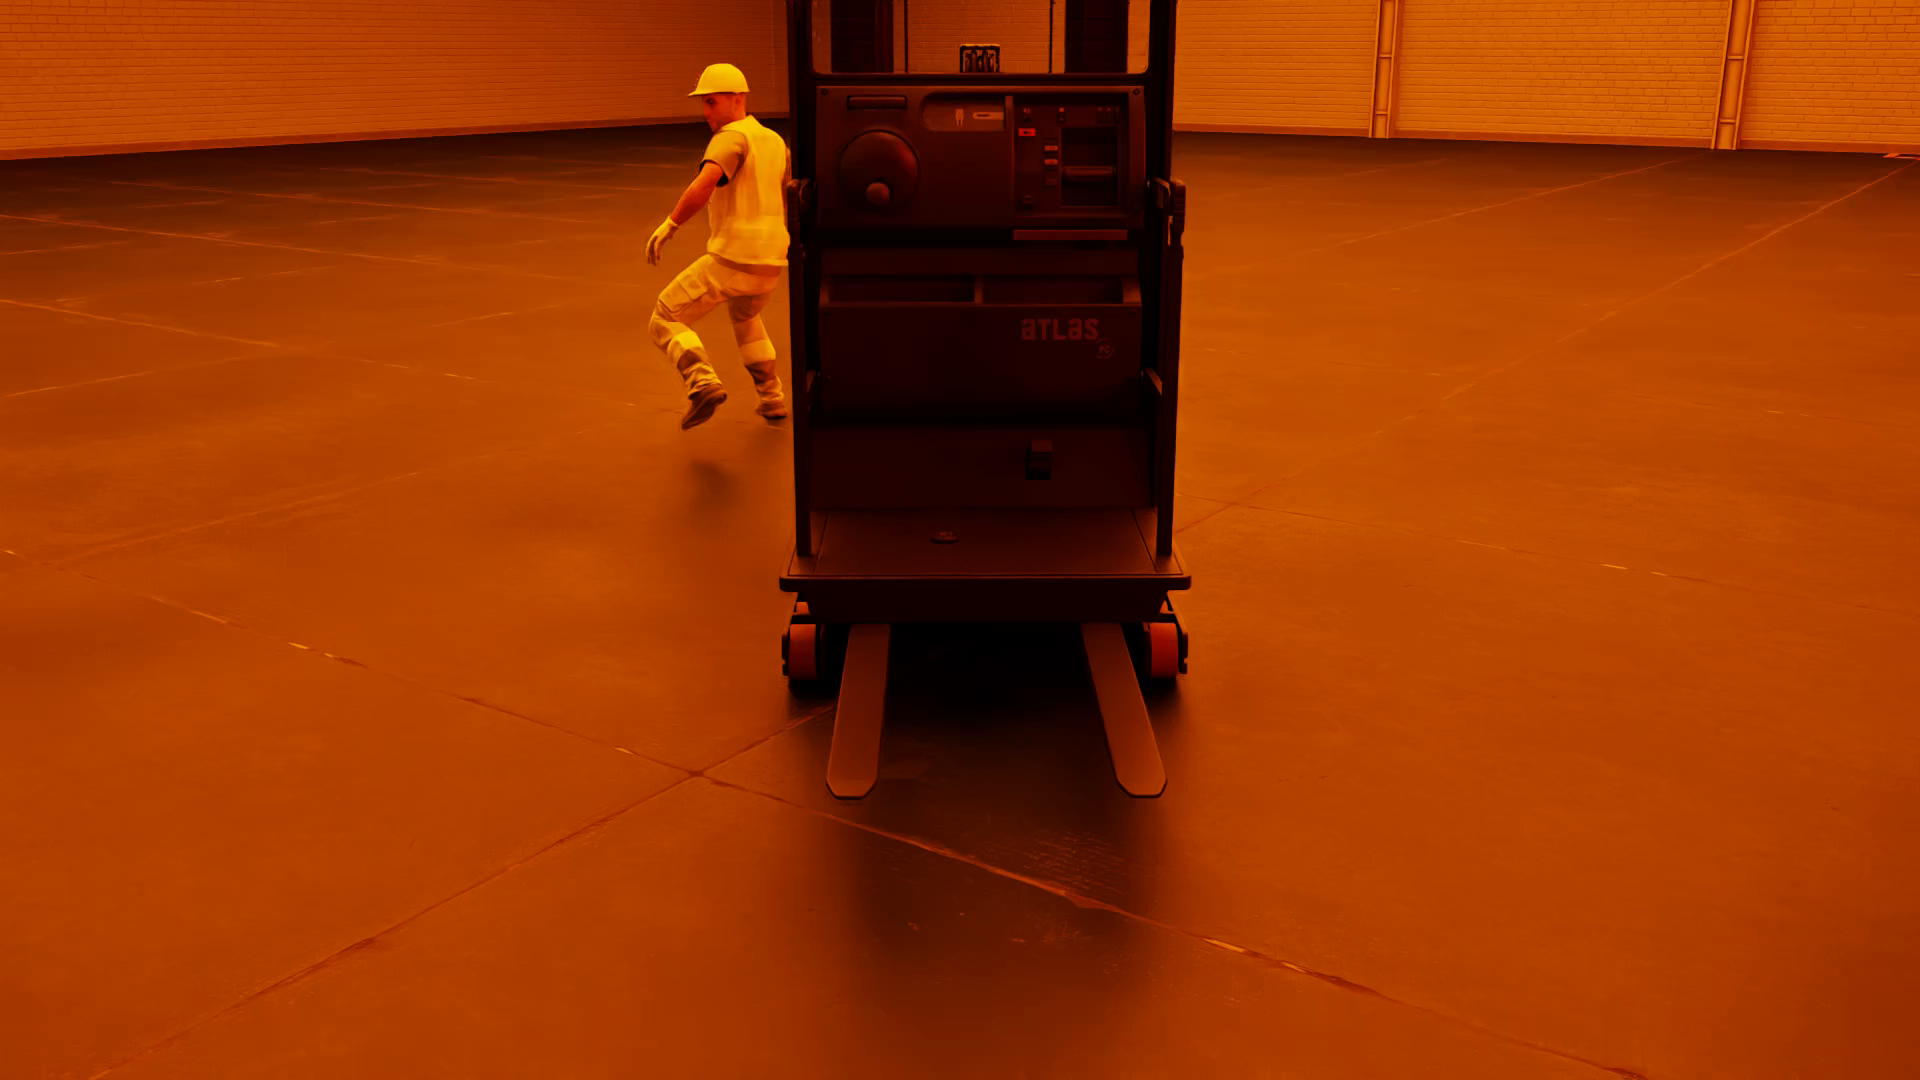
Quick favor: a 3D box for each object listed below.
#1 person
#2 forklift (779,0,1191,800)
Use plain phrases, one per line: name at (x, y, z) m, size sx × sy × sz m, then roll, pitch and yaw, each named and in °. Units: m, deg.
person at (-0.984, -1.293, 7.518) m, size 0.505 × 1.655 × 1.158 m, roll 10°, pitch 19°, yaw 30°
forklift at (0.062, -1.098, 4.506) m, size 1.130 × 2.935 × 3.031 m, roll 0°, pitch 17°, yaw -1°
